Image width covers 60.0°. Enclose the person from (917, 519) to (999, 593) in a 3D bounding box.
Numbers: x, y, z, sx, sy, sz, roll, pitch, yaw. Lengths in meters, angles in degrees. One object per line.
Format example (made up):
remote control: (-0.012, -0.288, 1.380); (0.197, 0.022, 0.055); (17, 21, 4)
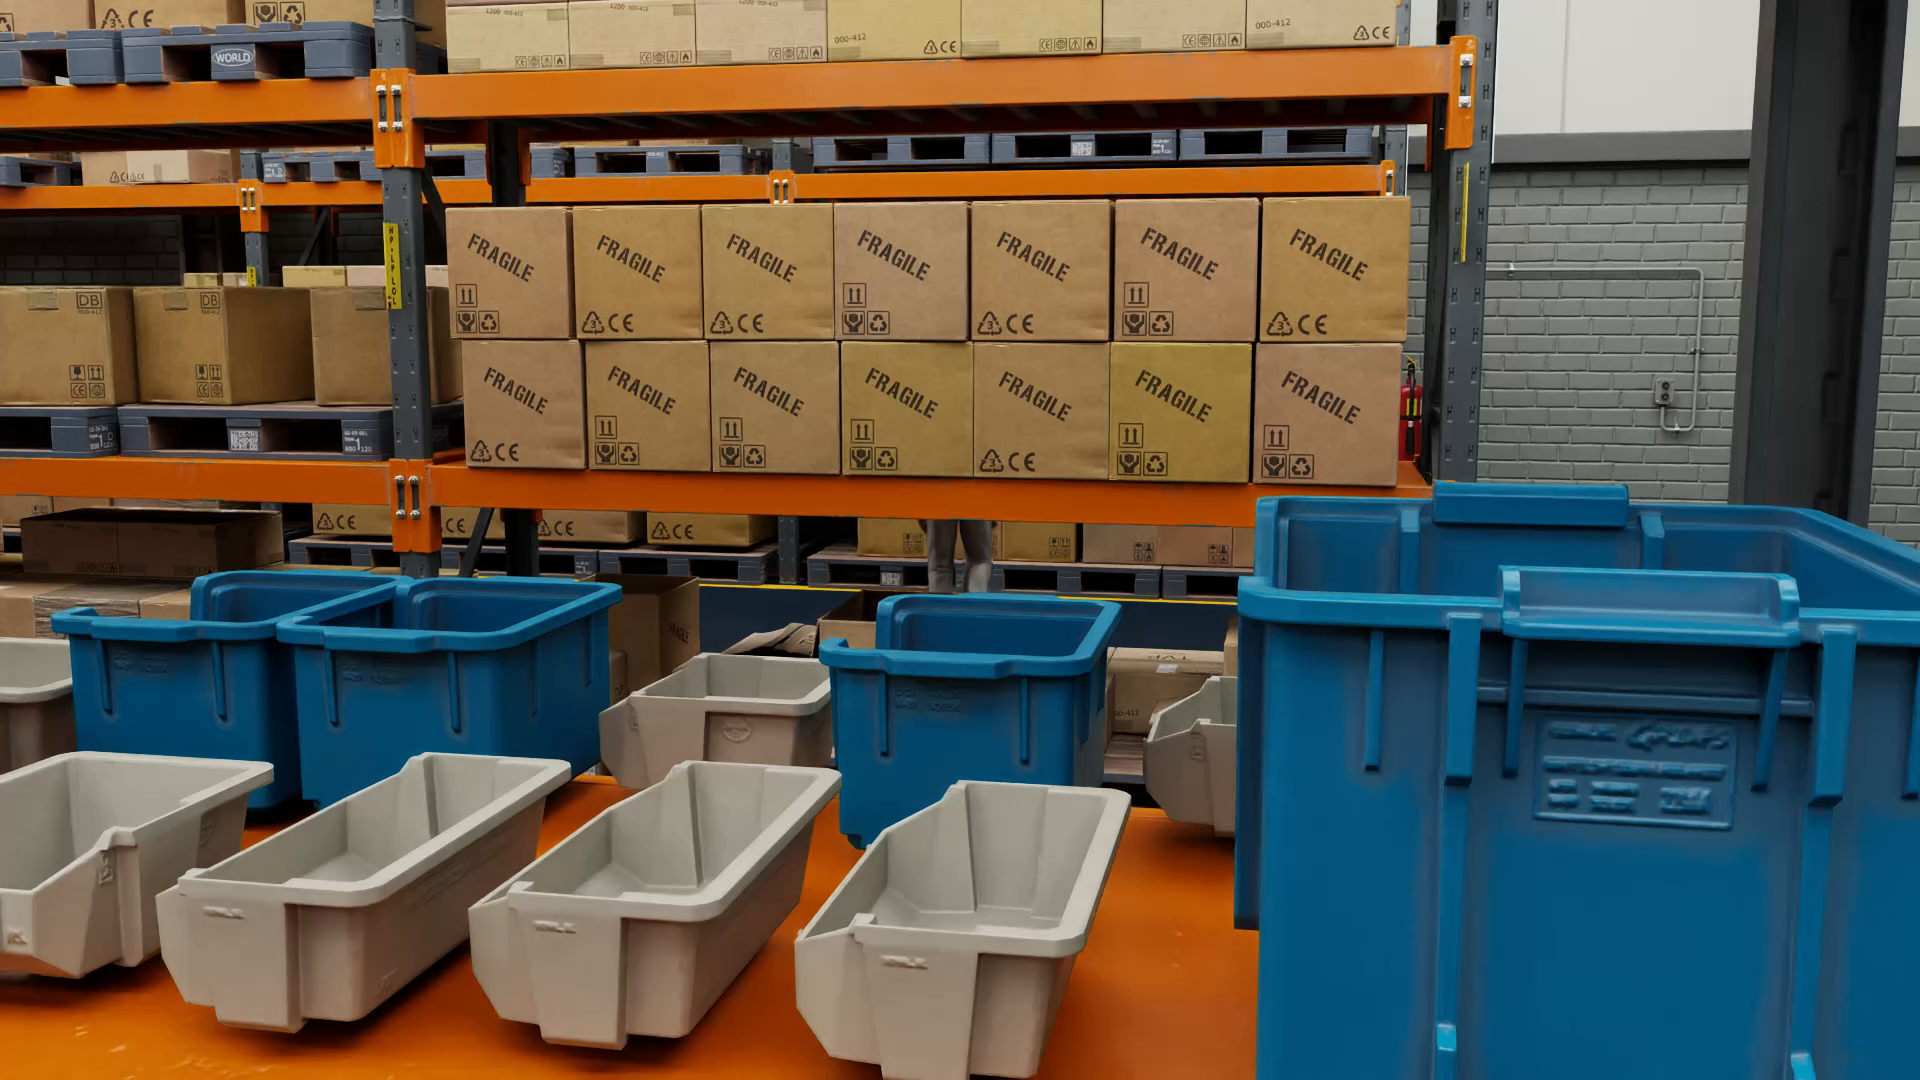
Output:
person: (-0.013, -0.172, 8.932); (0.465, 1.677, 0.431); (0, 8, -3)
